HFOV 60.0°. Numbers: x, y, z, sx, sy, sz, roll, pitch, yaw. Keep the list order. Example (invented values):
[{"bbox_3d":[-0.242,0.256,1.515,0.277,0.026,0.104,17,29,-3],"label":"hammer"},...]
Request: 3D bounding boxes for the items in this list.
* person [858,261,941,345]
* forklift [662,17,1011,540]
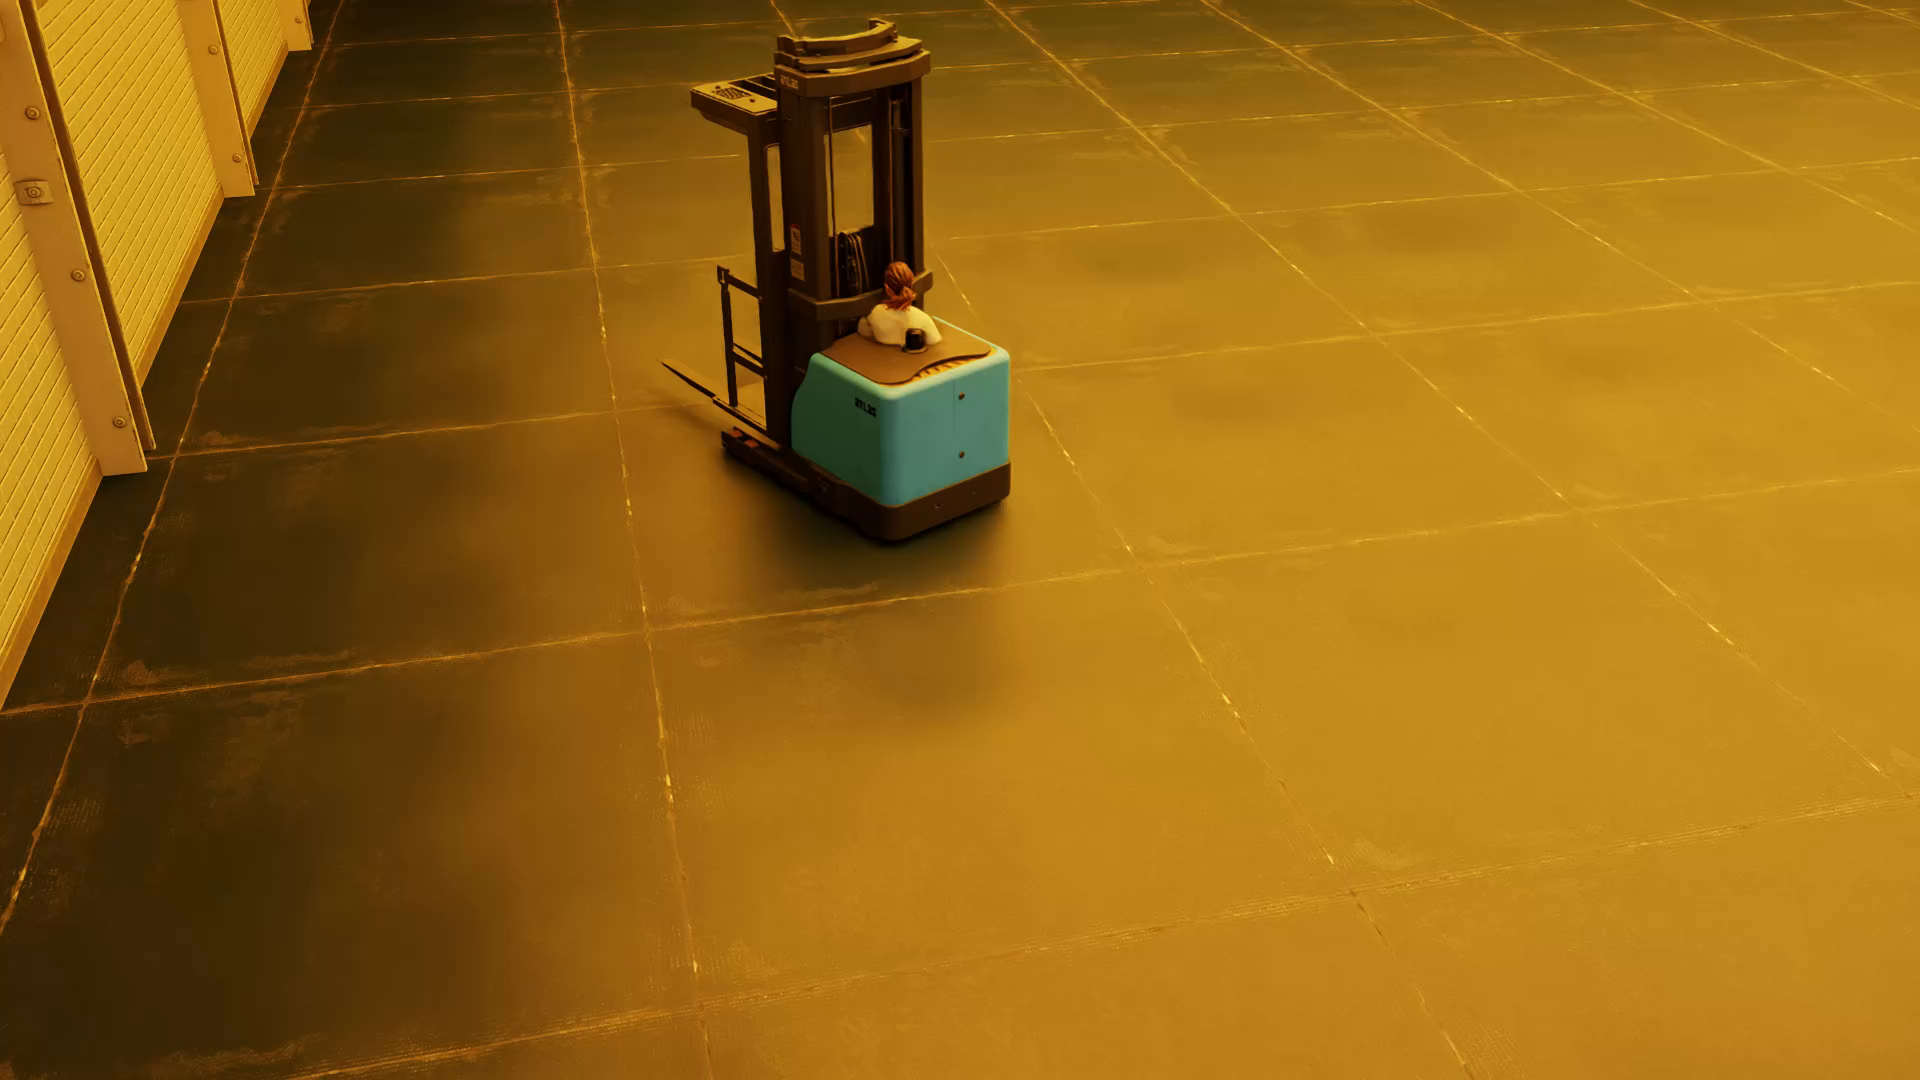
[{"bbox_3d":[-0.361,-1.090,10.796,0.641,1.601,0.756,6,31,11],"label":"person"},{"bbox_3d":[-0.997,-1.933,10.913,1.130,2.935,3.031,-23,37,-34],"label":"forklift"}]
